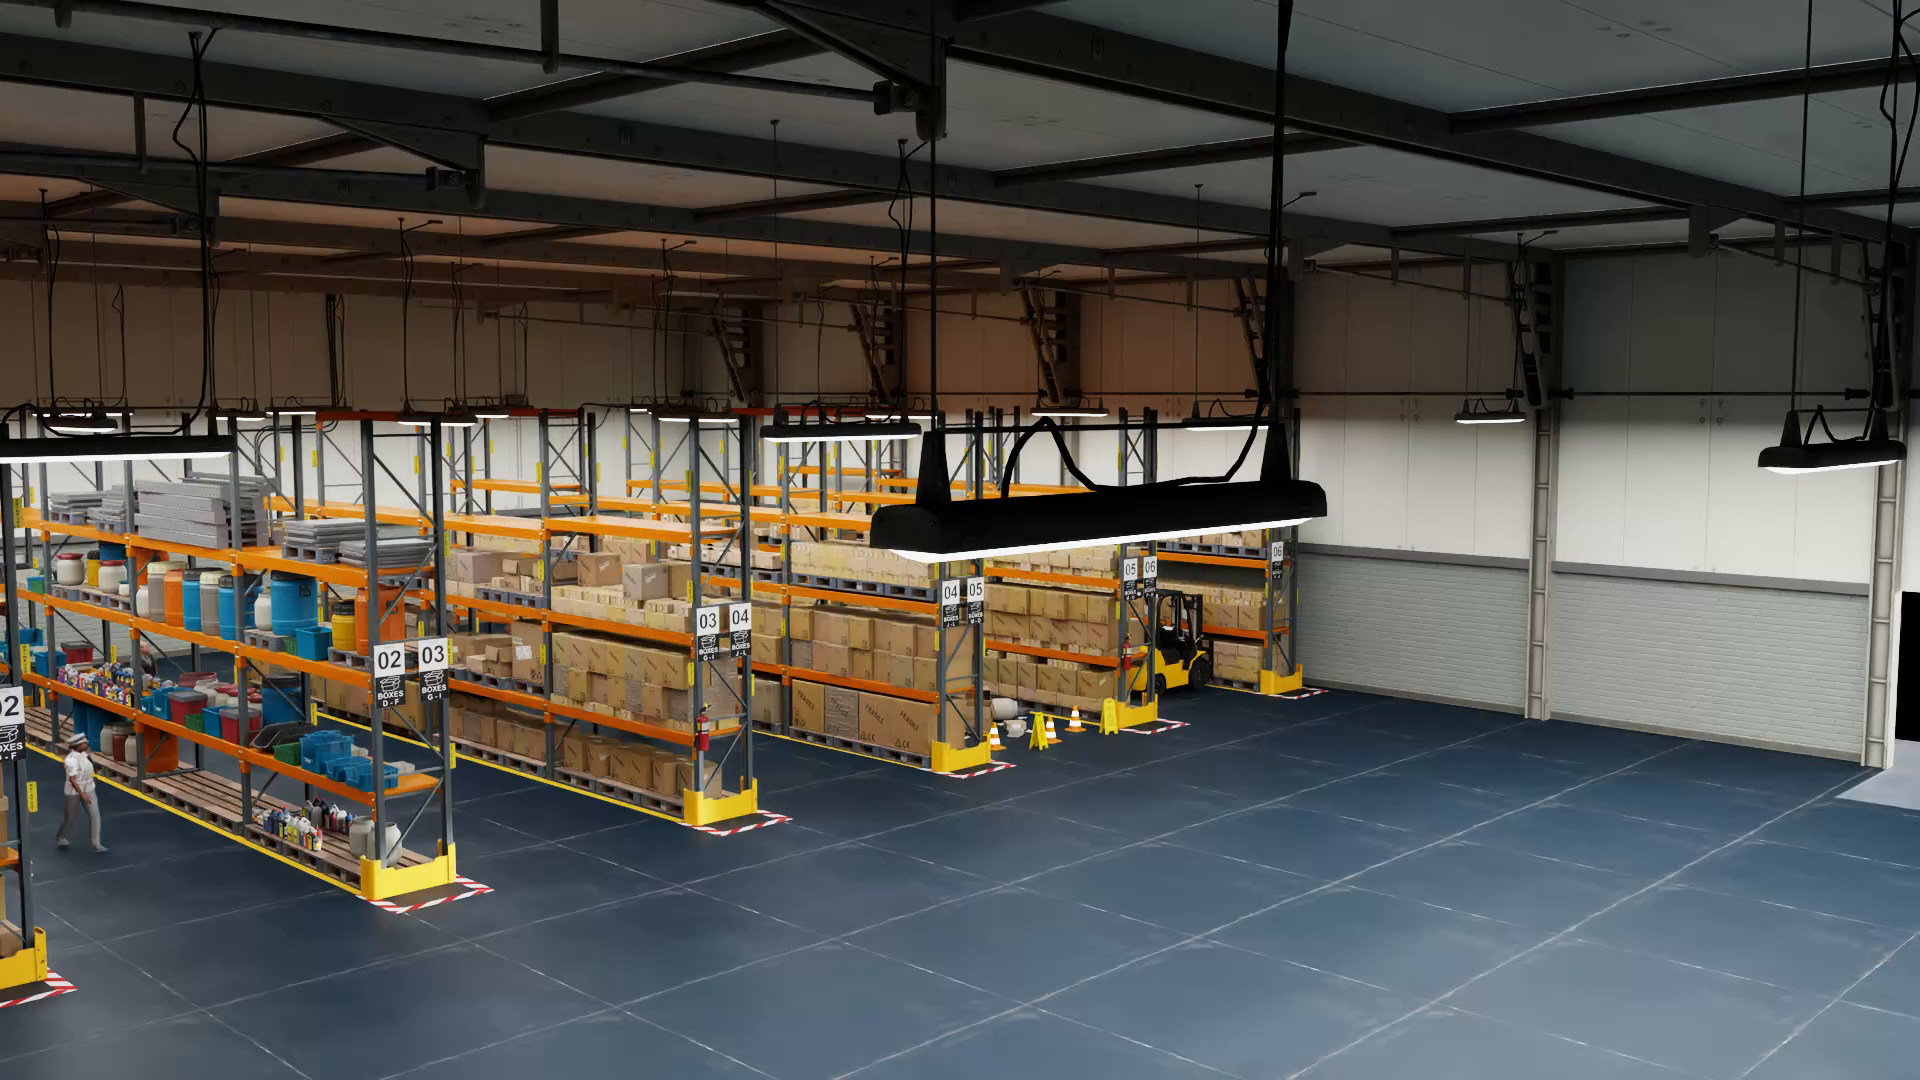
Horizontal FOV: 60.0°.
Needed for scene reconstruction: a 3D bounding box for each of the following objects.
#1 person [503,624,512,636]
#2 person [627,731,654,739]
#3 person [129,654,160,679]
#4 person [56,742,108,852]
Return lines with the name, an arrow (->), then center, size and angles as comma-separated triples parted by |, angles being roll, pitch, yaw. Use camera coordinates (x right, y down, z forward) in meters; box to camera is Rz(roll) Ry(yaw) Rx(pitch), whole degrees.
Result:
person -> -9.216, 2.511, 34.085 | 0.479, 1.591, 0.454 | 4, 7, 40
person -> -5.886, 2.757, 30.497 | 1.129, 1.725, 0.735 | 4, 6, 36
person -> -15.279, 2.835, 31.157 | 0.956, 1.488, 0.605 | 3, 6, 33
person -> -12.165, 3.491, 22.953 | 0.939, 1.608, 0.390 | 3, 6, 34
